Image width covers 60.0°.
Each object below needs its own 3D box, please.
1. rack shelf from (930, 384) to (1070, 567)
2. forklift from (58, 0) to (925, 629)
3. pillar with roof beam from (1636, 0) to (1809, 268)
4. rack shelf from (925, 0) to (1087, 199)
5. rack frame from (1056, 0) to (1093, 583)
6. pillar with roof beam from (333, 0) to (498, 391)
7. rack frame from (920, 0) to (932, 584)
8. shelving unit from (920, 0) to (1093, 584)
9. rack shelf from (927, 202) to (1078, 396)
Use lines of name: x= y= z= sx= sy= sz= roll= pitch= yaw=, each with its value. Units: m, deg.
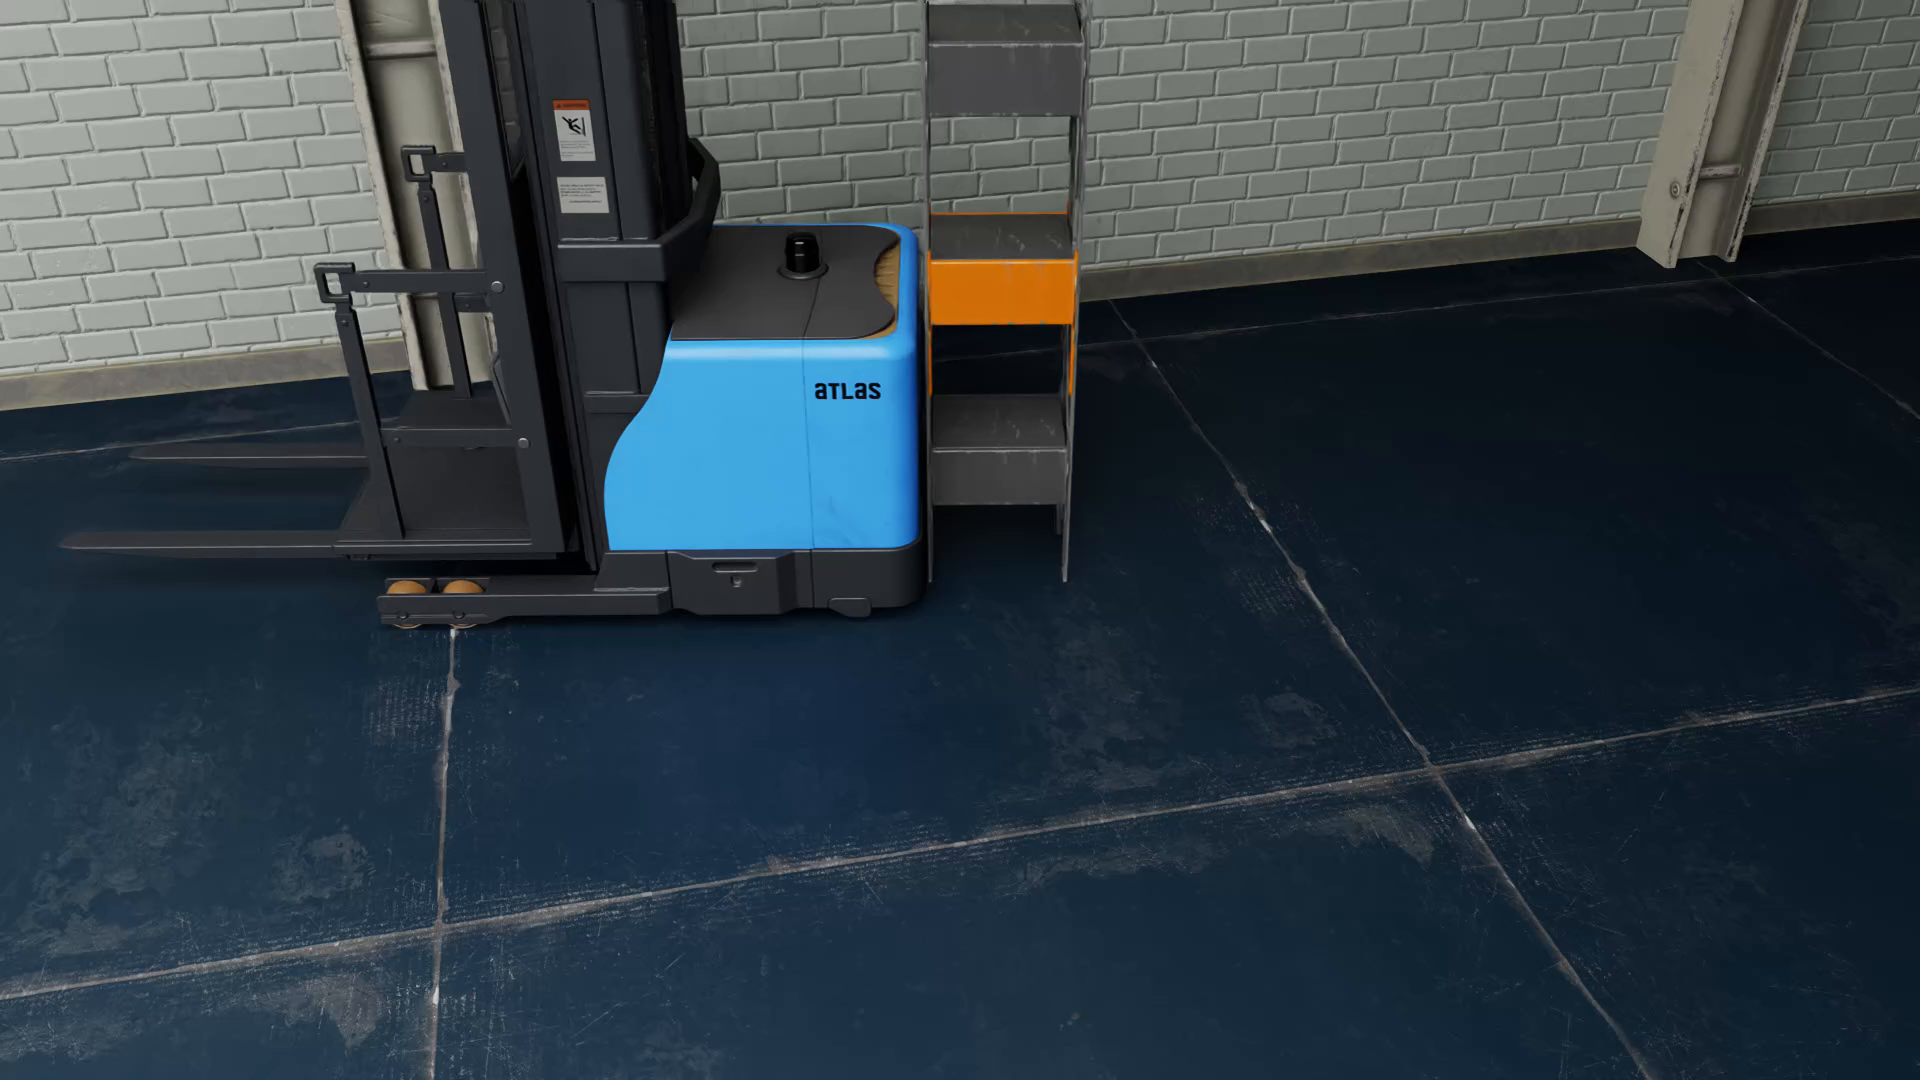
rack shelf: x=0.134 y=-0.234 z=5.995 sx=0.480 sy=0.518 sz=0.431 roll=0 pitch=34 yaw=-1
forklift: x=-1.647 y=-1.206 z=5.416 sx=3.031 sy=2.935 sz=1.130 roll=0 pitch=34 yaw=-1
pillar with roof beam: x=4.617 y=-2.855 z=2.428 sx=0.400 sy=9.000 sz=9.100 roll=-7 pitch=35 yaw=-11
rack shelf: x=0.134 y=-1.396 z=5.215 sx=0.480 sy=0.518 sz=0.431 roll=0 pitch=34 yaw=-1
rack frame: x=0.378 y=-0.828 z=5.600 sx=0.015 sy=2.100 sz=0.400 roll=0 pitch=34 yaw=-1
pillar with roof beam: x=-1.236 y=-2.117 z=1.329 sx=0.400 sy=9.000 sz=9.100 roll=-7 pitch=35 yaw=-11
rack frame: x=-0.110 y=-0.825 z=5.595 sx=0.015 sy=2.100 sz=0.400 roll=0 pitch=34 yaw=-1
shelving unit: x=0.134 y=-0.826 z=5.597 sx=0.503 sy=2.100 sz=0.431 roll=0 pitch=34 yaw=-1
rack shelf: x=0.134 y=-0.815 z=5.605 sx=0.480 sy=0.518 sz=0.431 roll=0 pitch=34 yaw=-1
